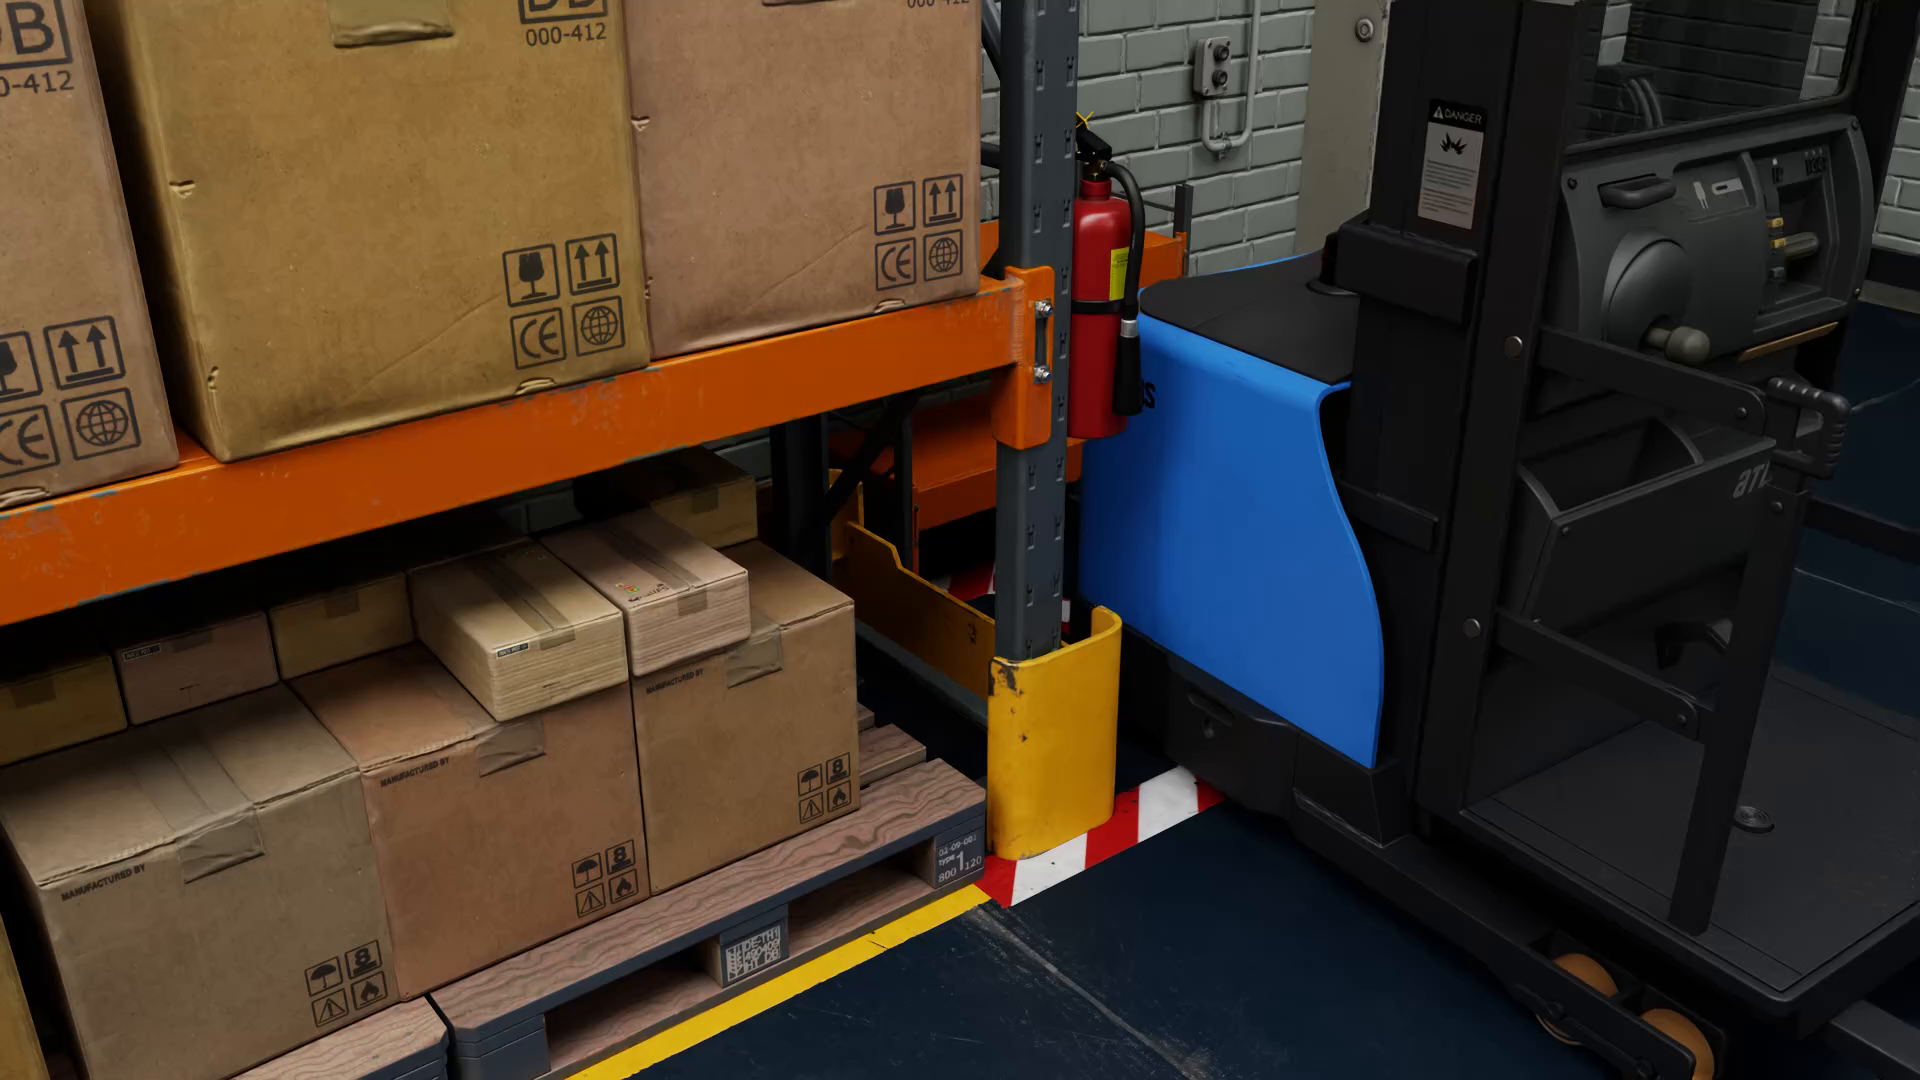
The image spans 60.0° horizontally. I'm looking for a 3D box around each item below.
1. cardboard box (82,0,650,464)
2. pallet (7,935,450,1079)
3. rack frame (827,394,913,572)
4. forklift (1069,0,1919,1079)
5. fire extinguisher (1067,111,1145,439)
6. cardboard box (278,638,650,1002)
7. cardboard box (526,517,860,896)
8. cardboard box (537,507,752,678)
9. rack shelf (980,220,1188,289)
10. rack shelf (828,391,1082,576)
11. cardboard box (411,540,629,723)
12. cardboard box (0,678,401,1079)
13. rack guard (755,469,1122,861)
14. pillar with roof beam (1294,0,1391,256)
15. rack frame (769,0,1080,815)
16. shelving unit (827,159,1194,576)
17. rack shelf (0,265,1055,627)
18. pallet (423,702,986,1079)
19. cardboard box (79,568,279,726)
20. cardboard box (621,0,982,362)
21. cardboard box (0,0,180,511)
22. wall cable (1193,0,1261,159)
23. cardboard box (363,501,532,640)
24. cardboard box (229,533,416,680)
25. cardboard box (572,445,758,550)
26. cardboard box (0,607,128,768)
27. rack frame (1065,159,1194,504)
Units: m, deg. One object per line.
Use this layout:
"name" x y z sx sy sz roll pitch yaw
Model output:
"cardboard box" -1.091 -0.674 2.782 0.700 0.700 0.980 -19 31 -34
"pallet" -1.671 0.948 2.958 1.213 0.211 1.003 -18 31 -34
"rack frame" -0.294 -0.317 4.597 0.032 1.125 0.500 -18 31 -34
"forklift" 1.535 -0.533 2.916 1.130 2.935 3.031 -16 29 -31
"fire extinguisher" 0.273 -0.548 3.403 0.183 0.674 0.296 -18 31 -34
"cardboard box" -1.013 0.422 3.248 0.500 0.500 0.700 -18 31 -34
"cardboard box" -0.619 0.292 3.528 0.500 0.500 0.700 -18 31 -34
"cardboard box" -0.608 0.092 3.189 0.250 0.149 0.380 -19 31 -35
"rack shelf" 0.105 -0.716 4.760 1.000 0.278 0.538 -18 31 -34
"rack shelf" 0.105 -0.228 4.987 1.000 0.278 0.538 -18 31 -34
"cardboard box" -0.809 0.158 3.046 0.250 0.149 0.380 -17 30 -33
"cardboard box" -1.408 0.553 2.966 0.500 0.500 0.700 -19 31 -36
"rack guard" -0.111 0.261 4.093 0.348 0.500 1.175 -18 31 -34
"pillar with roof beam" 4.117 -3.149 1.346 0.400 9.000 9.100 -18 31 -34
"rack frame" -0.130 -0.866 3.553 0.127 3.000 1.000 -18 31 -34
"shelving unit" 0.105 -0.450 4.884 1.048 1.125 0.538 -18 31 -34
"rack shelf" -1.704 -0.020 2.585 4.000 0.370 1.077 -18 31 -34
"pallet" -0.711 0.632 3.637 1.213 0.211 1.003 -18 31 -34
"cardboard box" -1.440 0.162 3.037 0.250 0.149 0.380 -18 30 -33
"cardboard box" -0.525 -0.866 3.197 0.700 0.700 0.980 -17 30 -32
"cardboard box" -1.697 -0.479 2.362 0.700 0.700 0.980 -20 32 -36
"wall cable" 0.294 -1.973 4.731 1.851 1.984 0.084 -18 31 -34
"cardboard box" -1.043 0.031 3.320 0.250 0.149 0.380 -18 30 -34
"cardboard box" -1.240 0.096 3.180 0.250 0.149 0.380 -18 30 -34
"cardboard box" -0.644 -0.101 3.604 0.250 0.149 0.380 -18 30 -34
"cardboard box" -1.641 0.229 2.893 0.250 0.149 0.380 -18 30 -34
"rack frame" 0.503 -0.583 5.170 0.032 1.125 0.500 -18 31 -34
